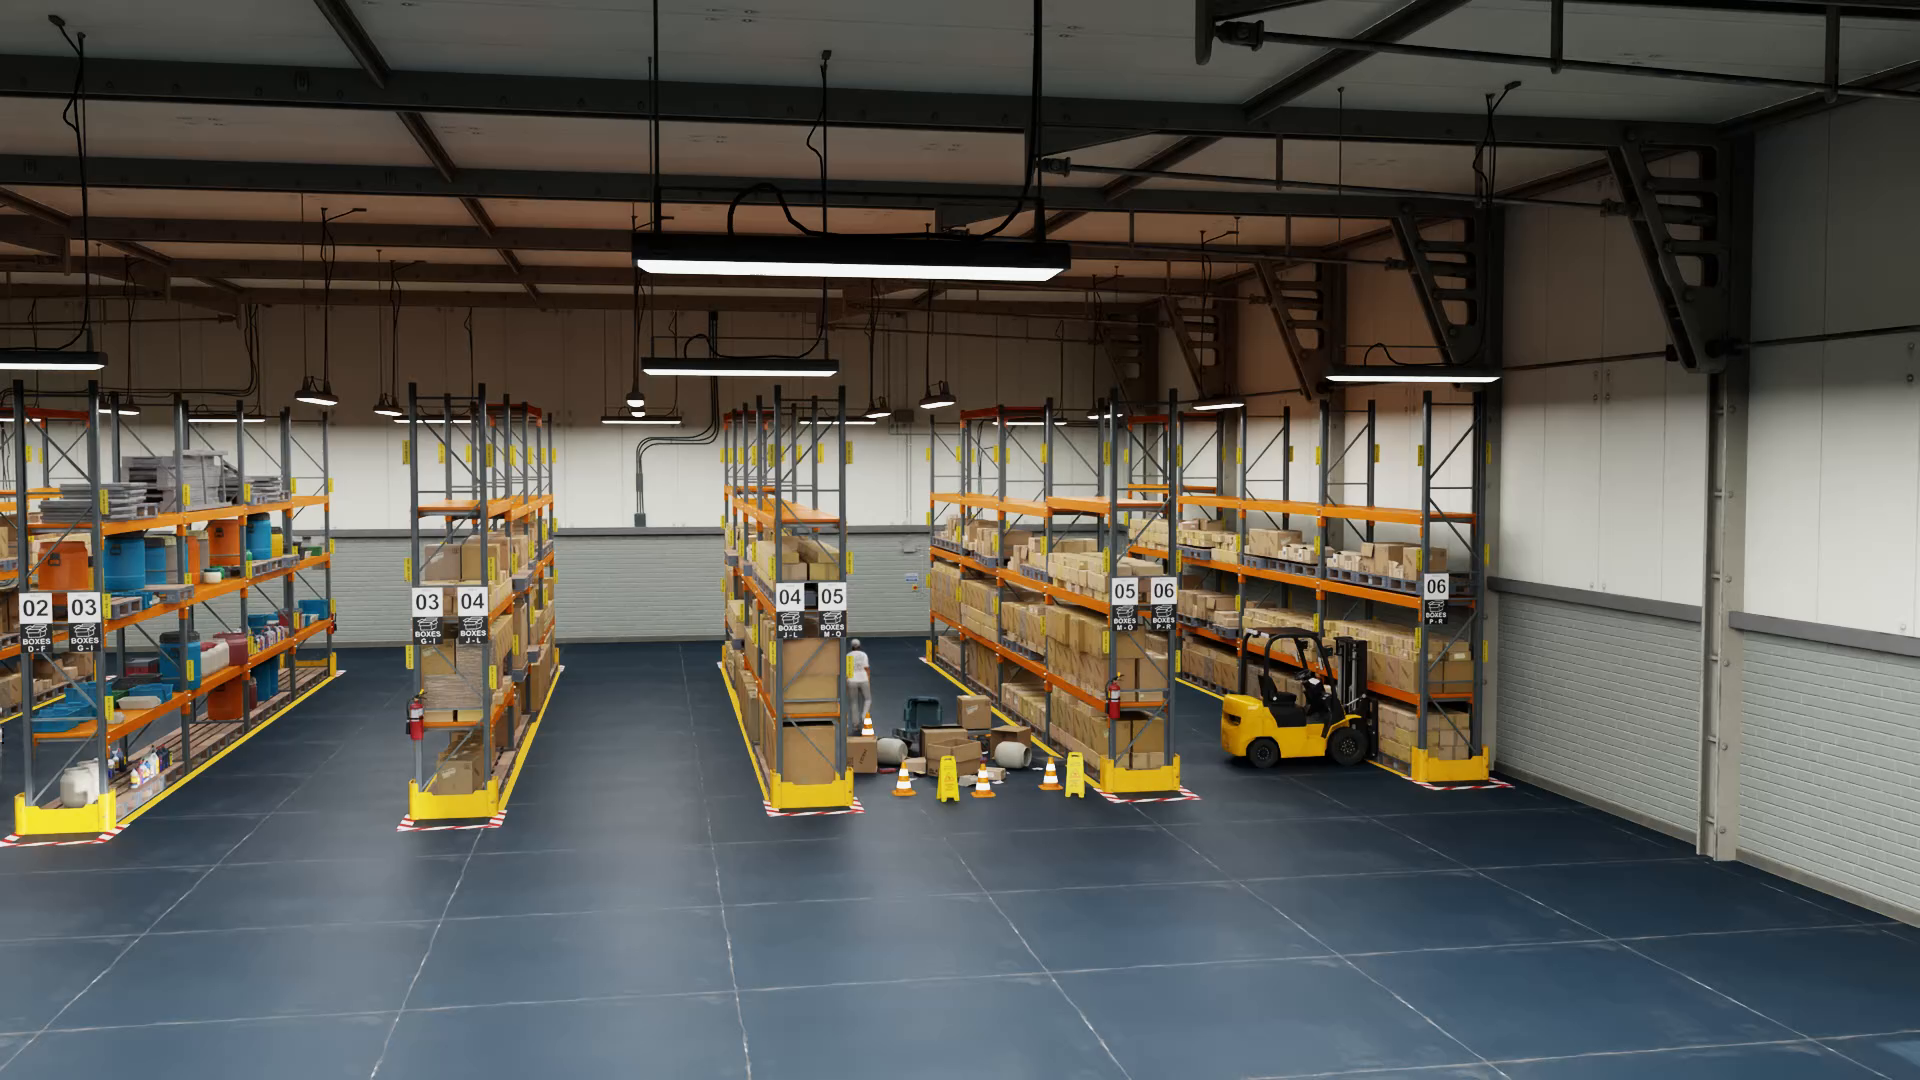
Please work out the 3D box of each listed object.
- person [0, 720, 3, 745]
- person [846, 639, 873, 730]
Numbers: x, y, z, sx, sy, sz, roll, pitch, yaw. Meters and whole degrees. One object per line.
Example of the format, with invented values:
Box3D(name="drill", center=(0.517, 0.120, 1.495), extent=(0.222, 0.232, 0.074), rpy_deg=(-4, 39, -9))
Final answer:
Box3D(name="person", center=(-13.803, 2.988, 23.472), extent=(0.507, 1.674, 0.688), rpy_deg=(-1, 3, -26))
Box3D(name="person", center=(-1.865, 2.631, 30.371), extent=(0.545, 1.653, 0.486), rpy_deg=(0, 3, -1))
